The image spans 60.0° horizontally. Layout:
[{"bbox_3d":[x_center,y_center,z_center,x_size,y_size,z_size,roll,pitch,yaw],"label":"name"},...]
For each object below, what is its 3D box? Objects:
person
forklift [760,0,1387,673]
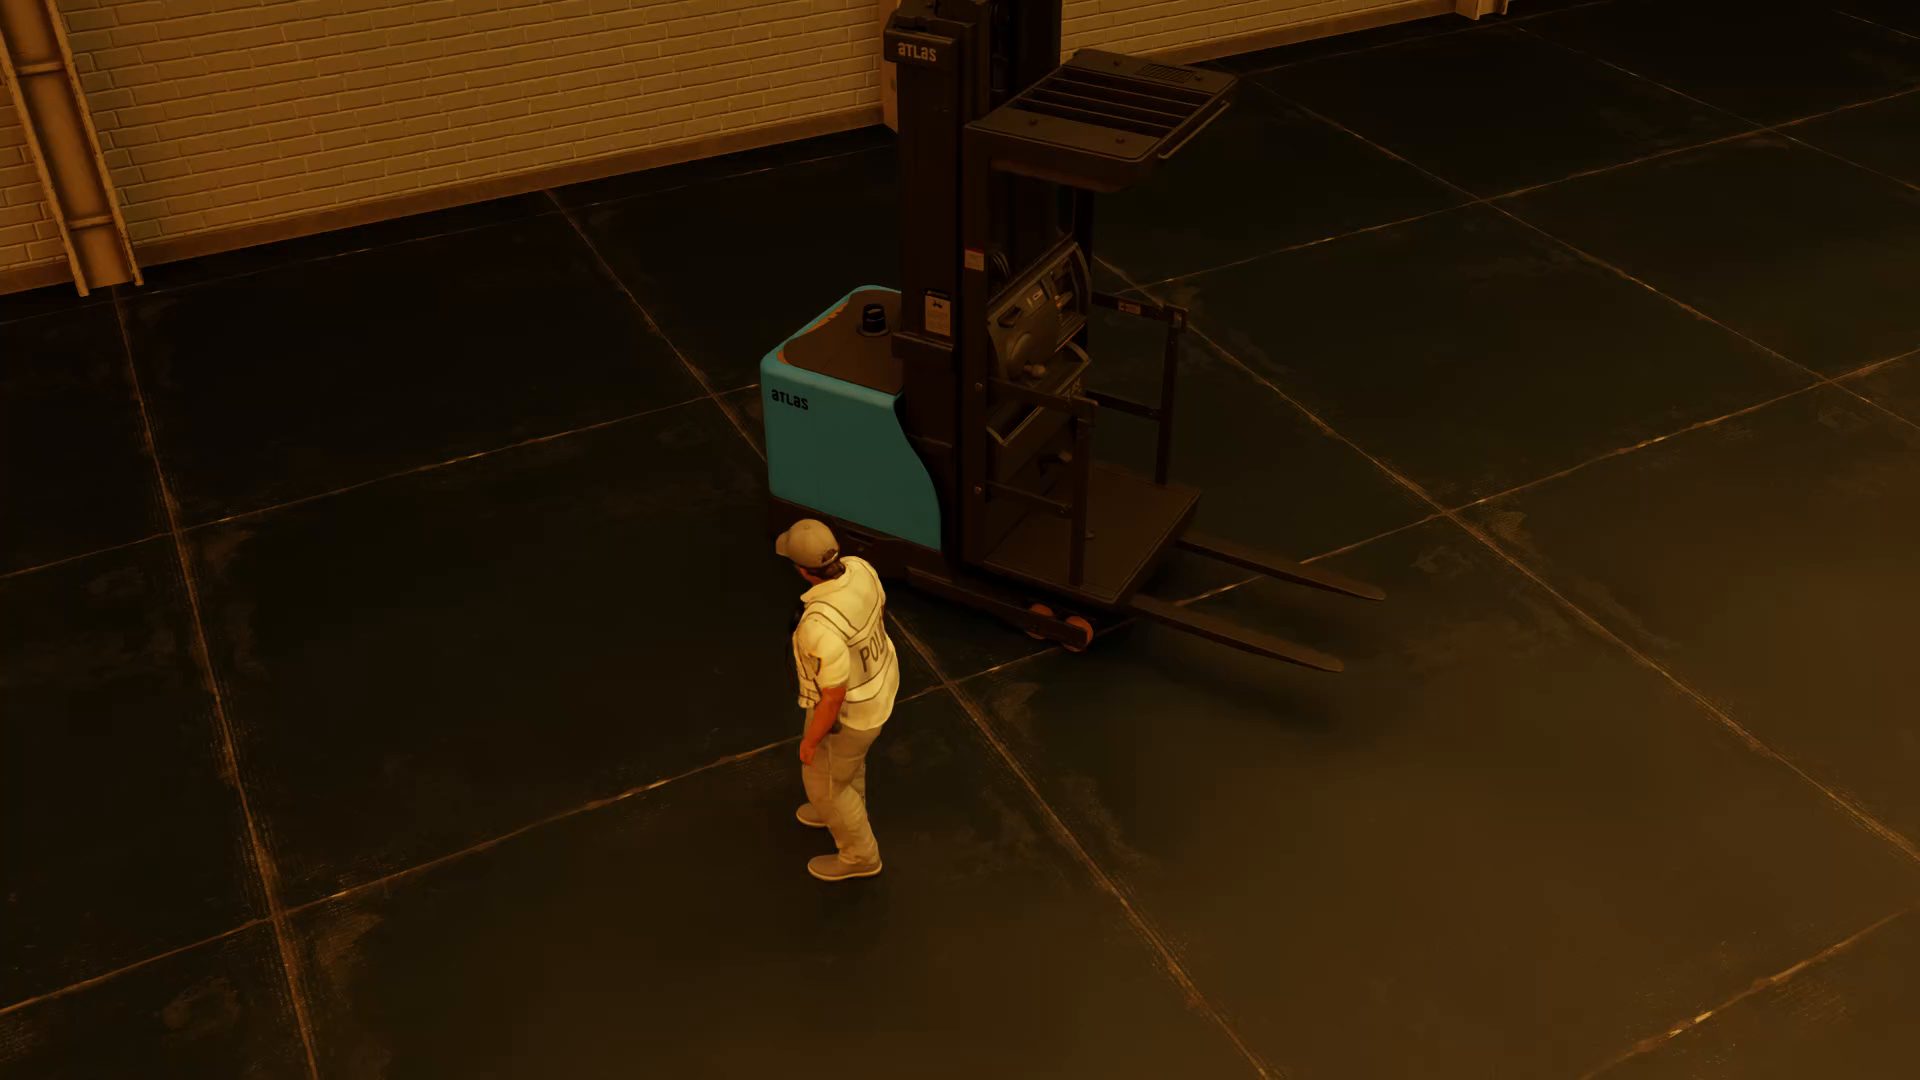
[{"bbox_3d":[-0.483,0.603,6.376,0.477,1.657,0.638,6,36,9],"label":"person"},{"bbox_3d":[0.549,-1.019,7.564,3.031,2.935,1.130,18,39,24],"label":"forklift"}]
